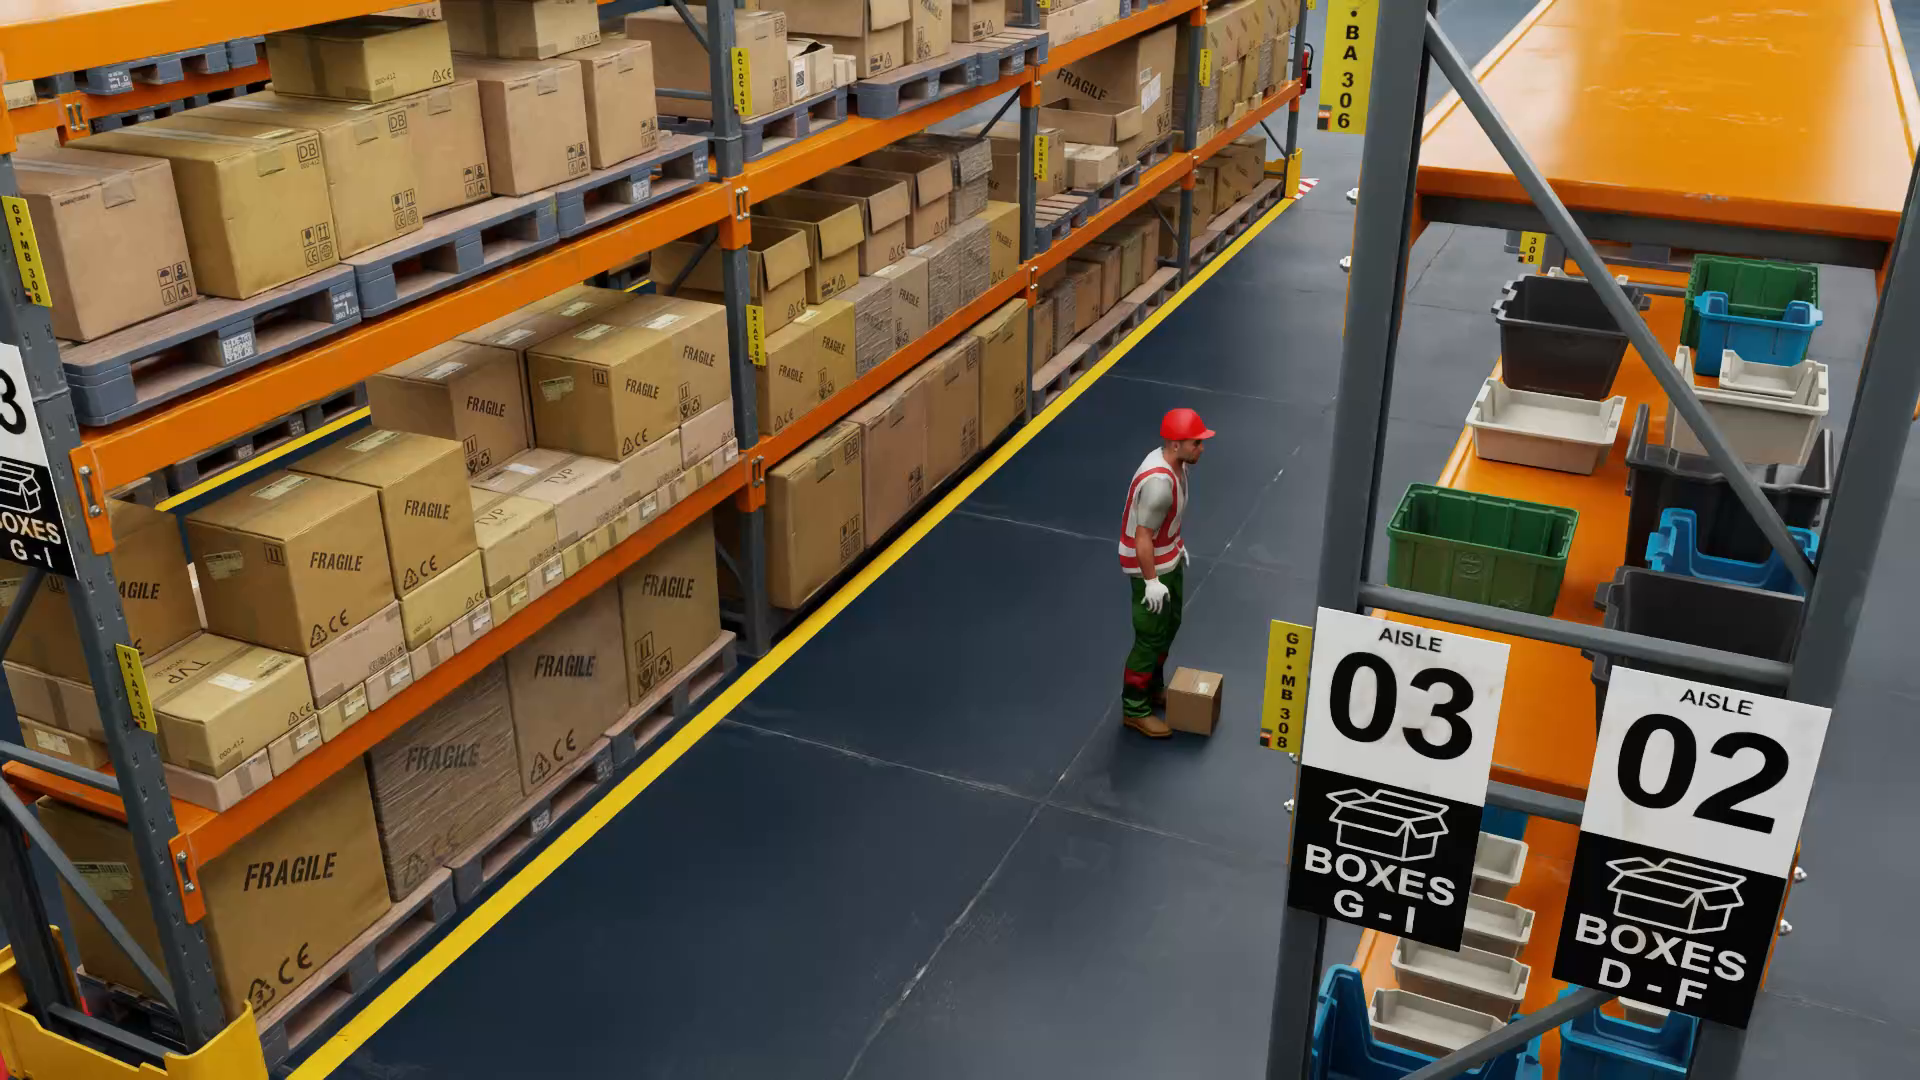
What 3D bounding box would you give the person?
[{"bbox_3d":[1.073,0.140,8.805,0.446,1.780,0.620,10,28,19],"label":"person"}]
